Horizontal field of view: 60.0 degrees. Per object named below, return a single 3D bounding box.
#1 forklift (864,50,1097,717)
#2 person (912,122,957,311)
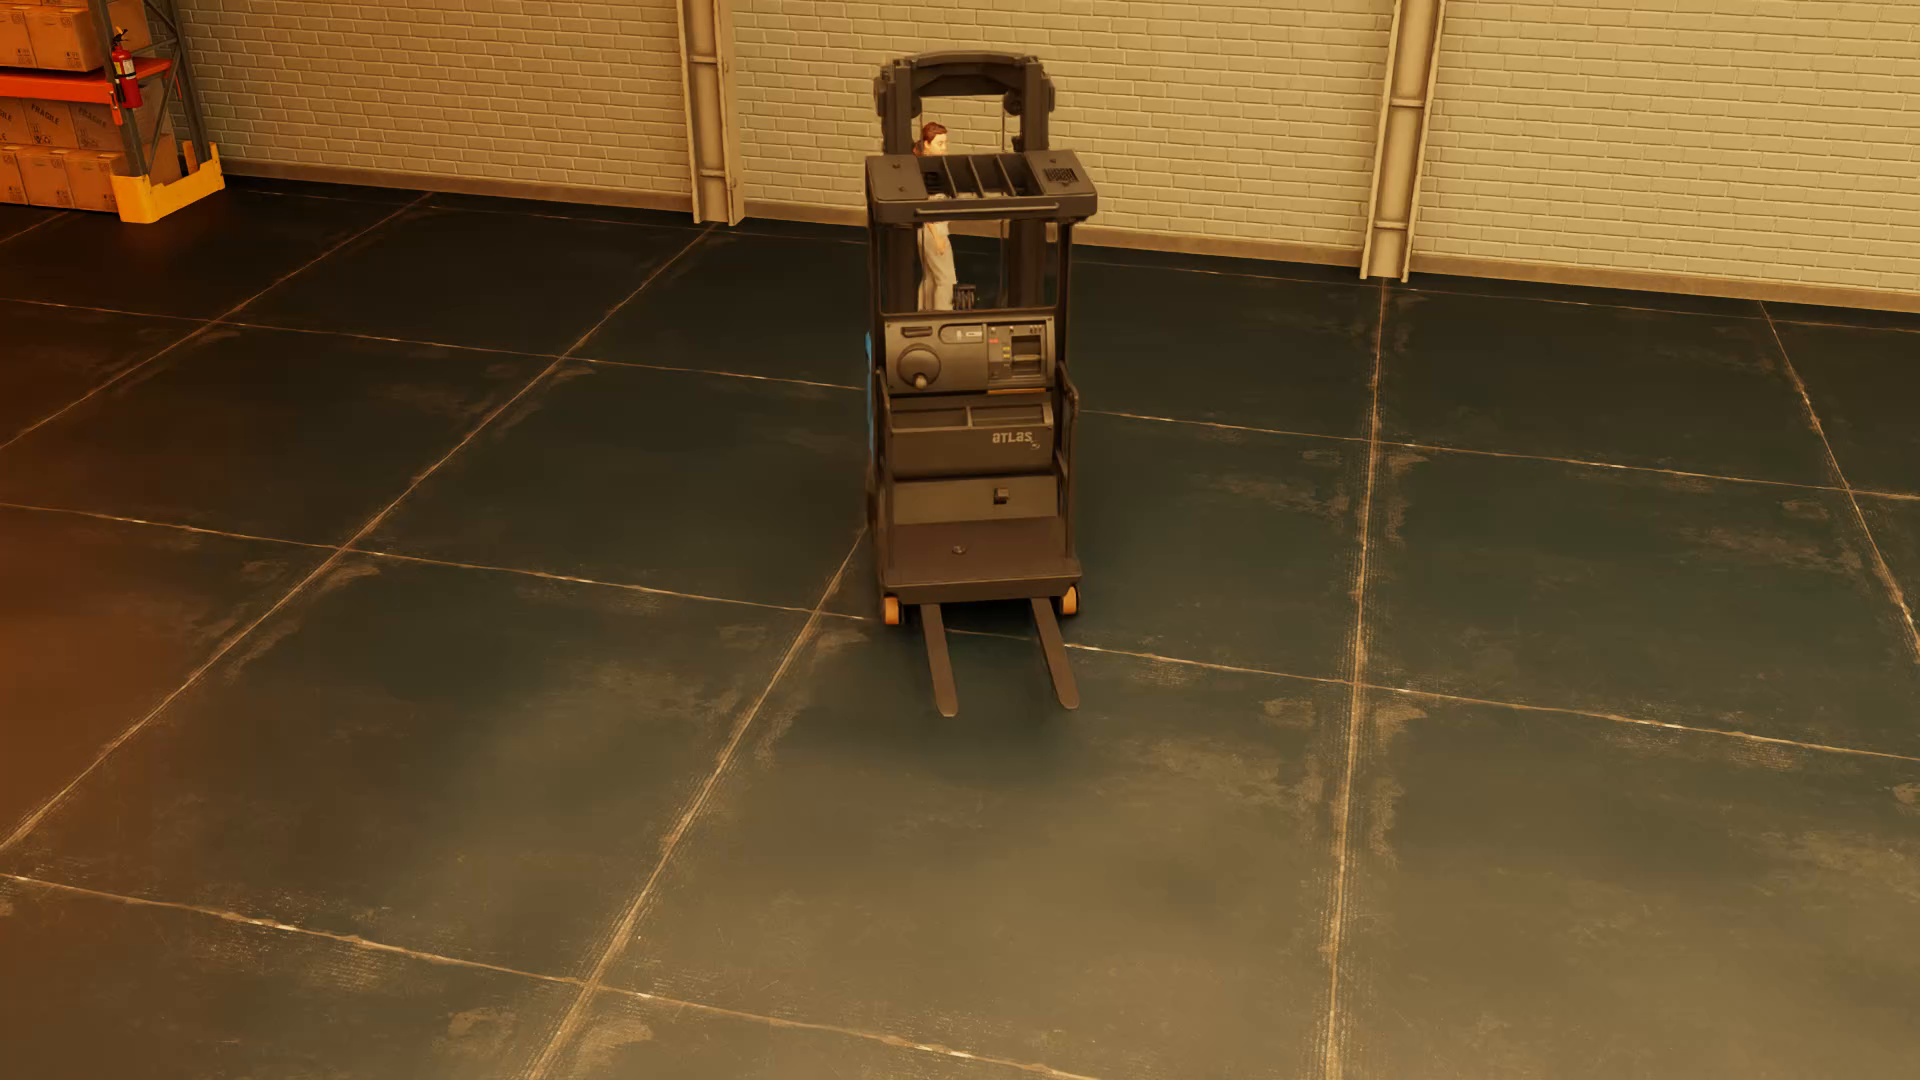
[{"bbox_3d":[0.082,-0.974,8.890,1.130,2.935,3.031,-3,30,-6],"label":"forklift"},{"bbox_3d":[-0.152,-2.301,12.518,0.457,1.664,0.621,-7,30,-11],"label":"person"}]
